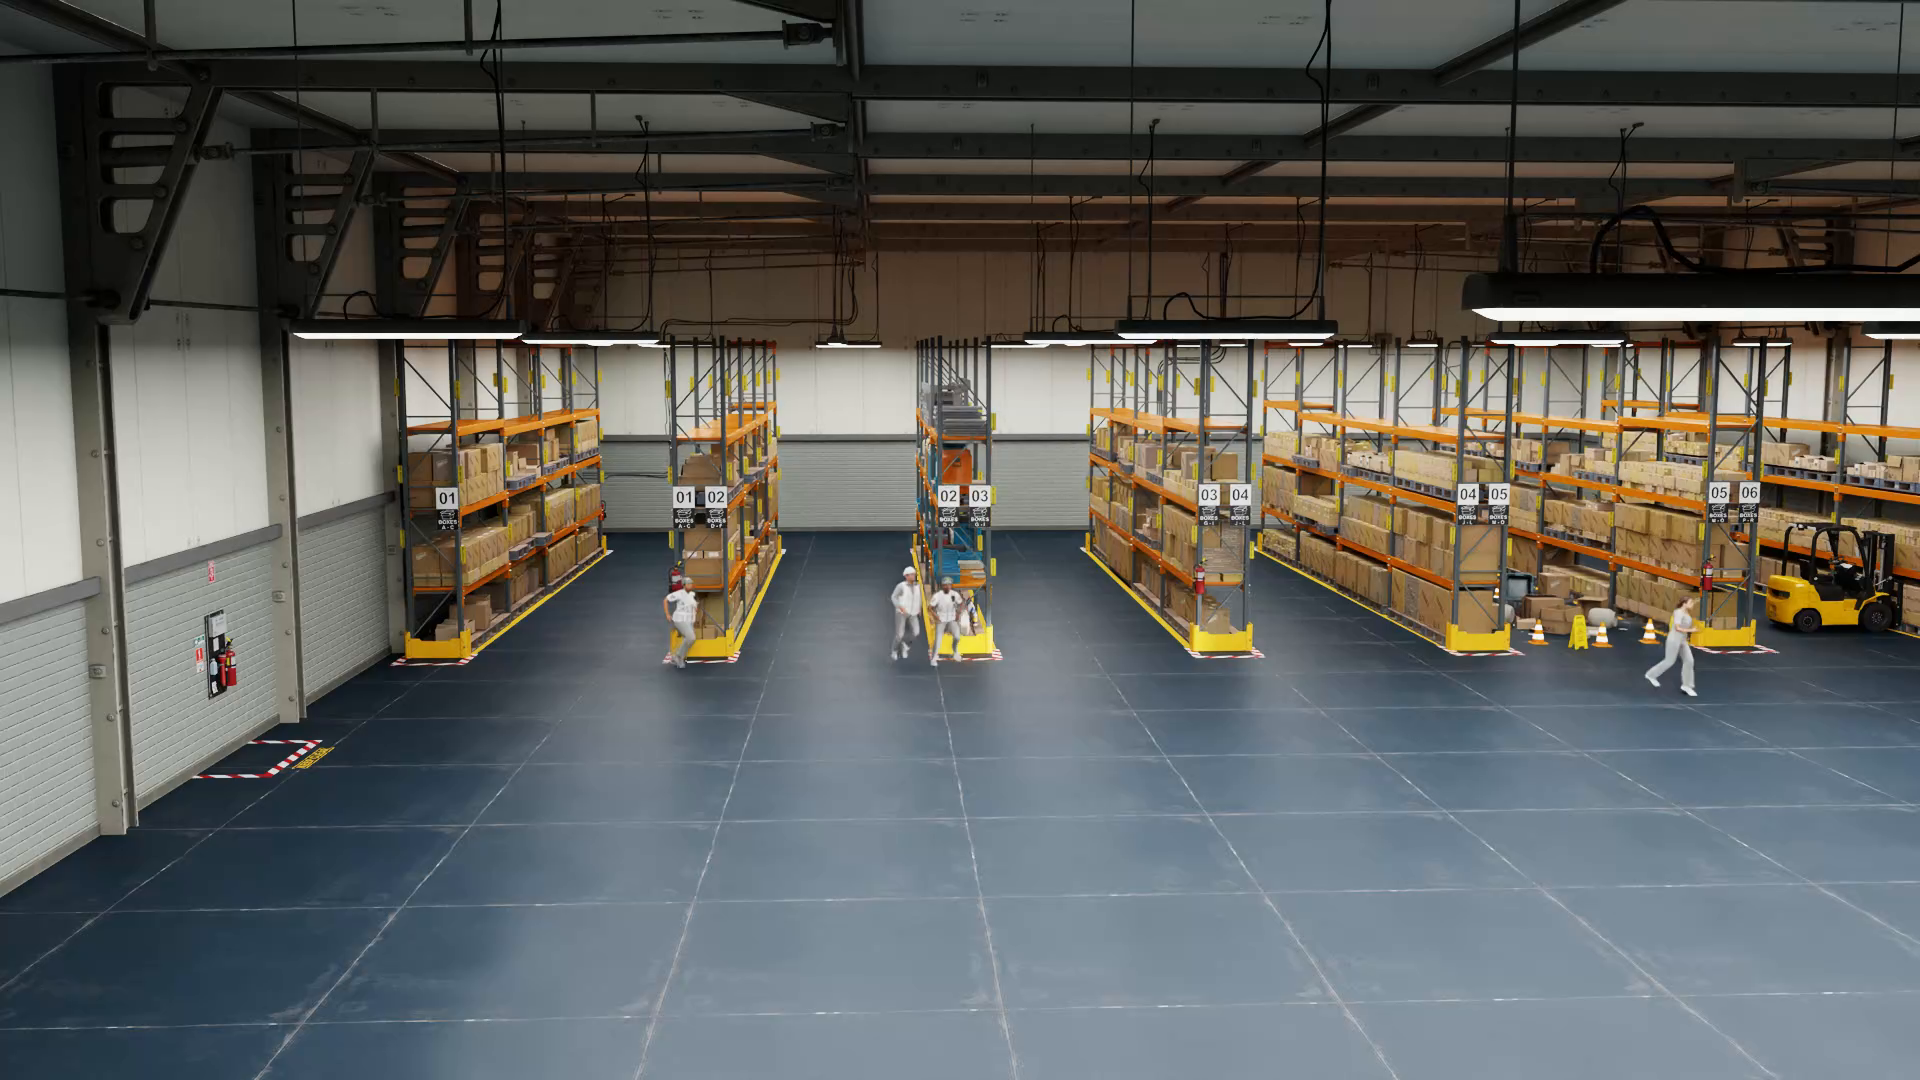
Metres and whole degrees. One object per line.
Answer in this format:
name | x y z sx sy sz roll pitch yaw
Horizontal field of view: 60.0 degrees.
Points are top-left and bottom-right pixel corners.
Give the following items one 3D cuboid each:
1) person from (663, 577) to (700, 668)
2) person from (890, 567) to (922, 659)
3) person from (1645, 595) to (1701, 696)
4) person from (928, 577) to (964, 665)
person | -4.981 1.500 30.115 0.630 1.622 0.612 3 7 27
person | -0.945 1.357 30.909 0.714 1.719 0.604 -3 7 -27
person | 11.989 1.754 27.935 0.902 1.715 0.581 6 9 43
person | -0.223 1.484 30.366 0.680 1.631 0.569 -2 7 -14
